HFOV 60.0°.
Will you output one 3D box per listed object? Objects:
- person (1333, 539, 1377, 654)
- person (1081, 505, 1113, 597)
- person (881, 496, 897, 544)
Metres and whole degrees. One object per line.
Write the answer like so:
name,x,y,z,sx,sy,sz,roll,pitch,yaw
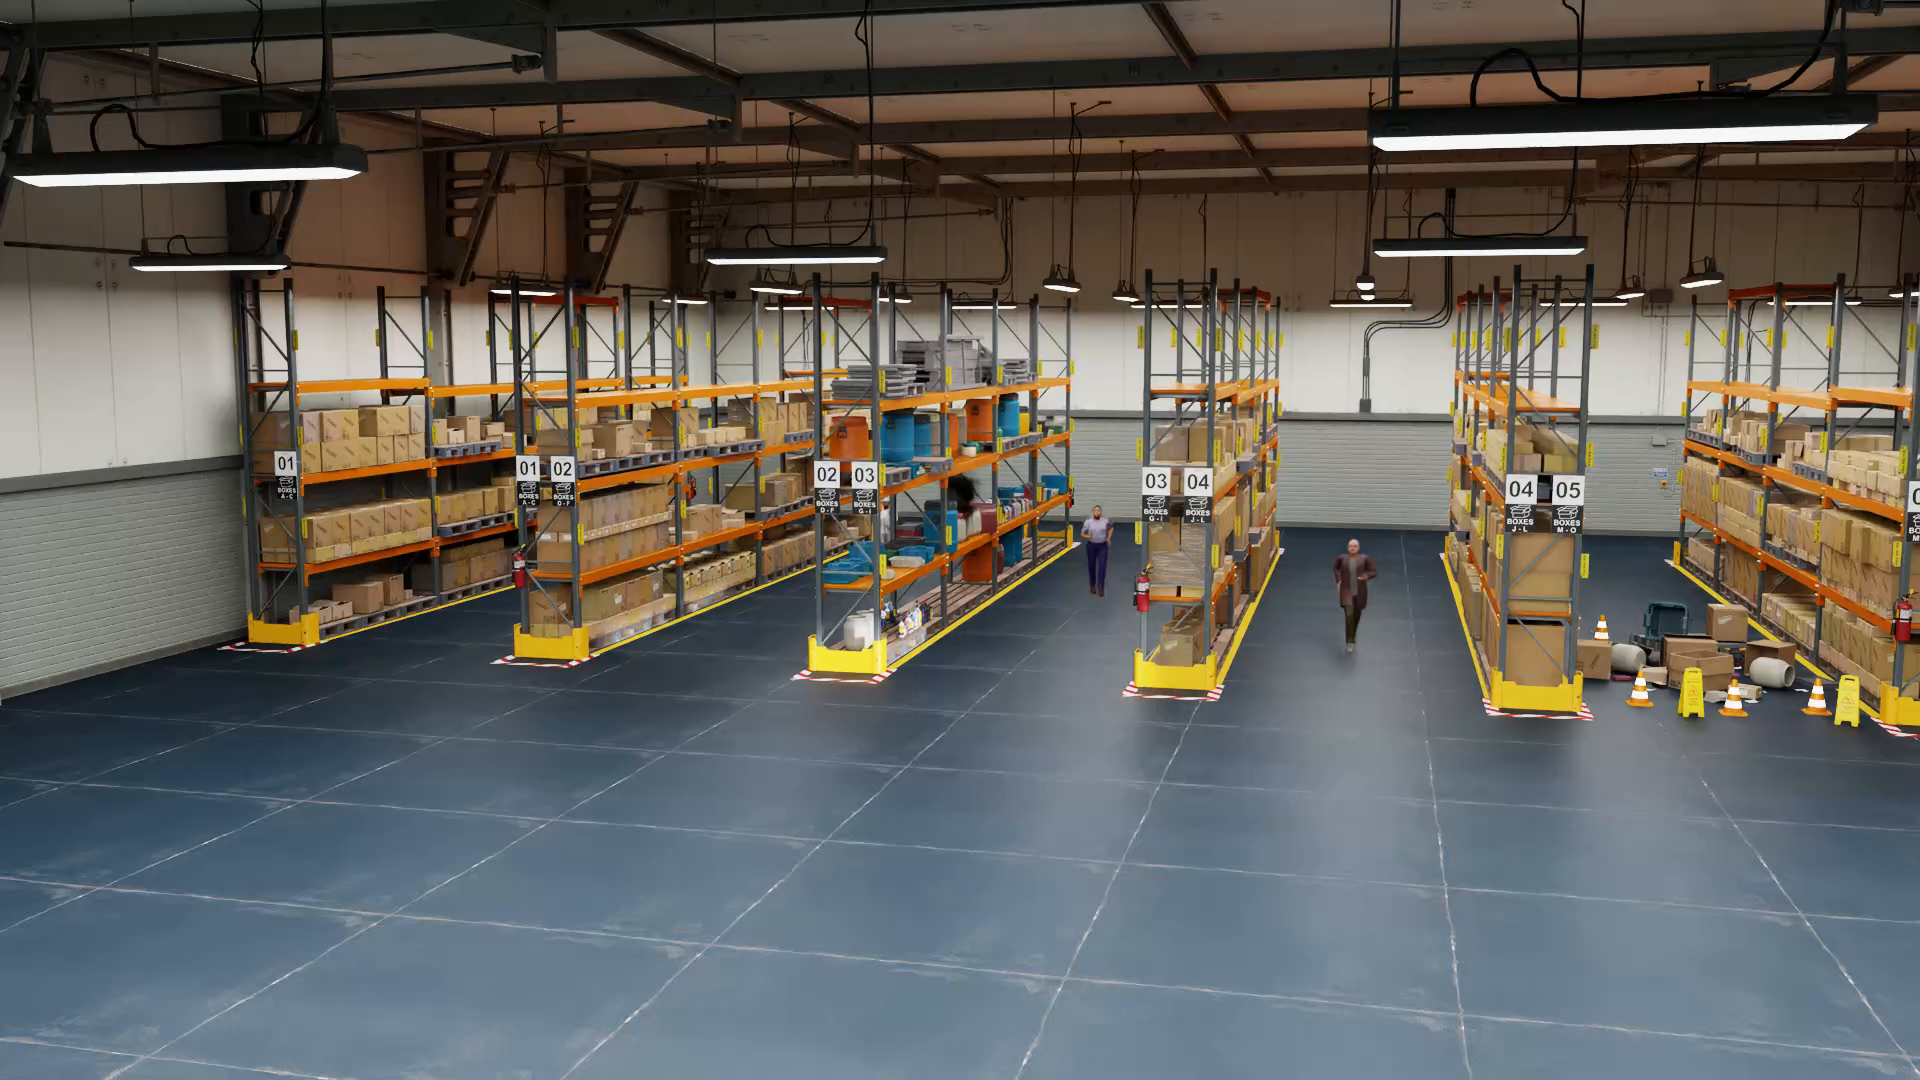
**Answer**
person,6.413,0.881,27.032,0.686,1.804,0.988,1,7,10
person,2.542,0.203,30.866,0.606,1.687,0.861,0,7,2
person,-1.632,-0.157,36.081,0.543,1.650,0.723,0,7,2
